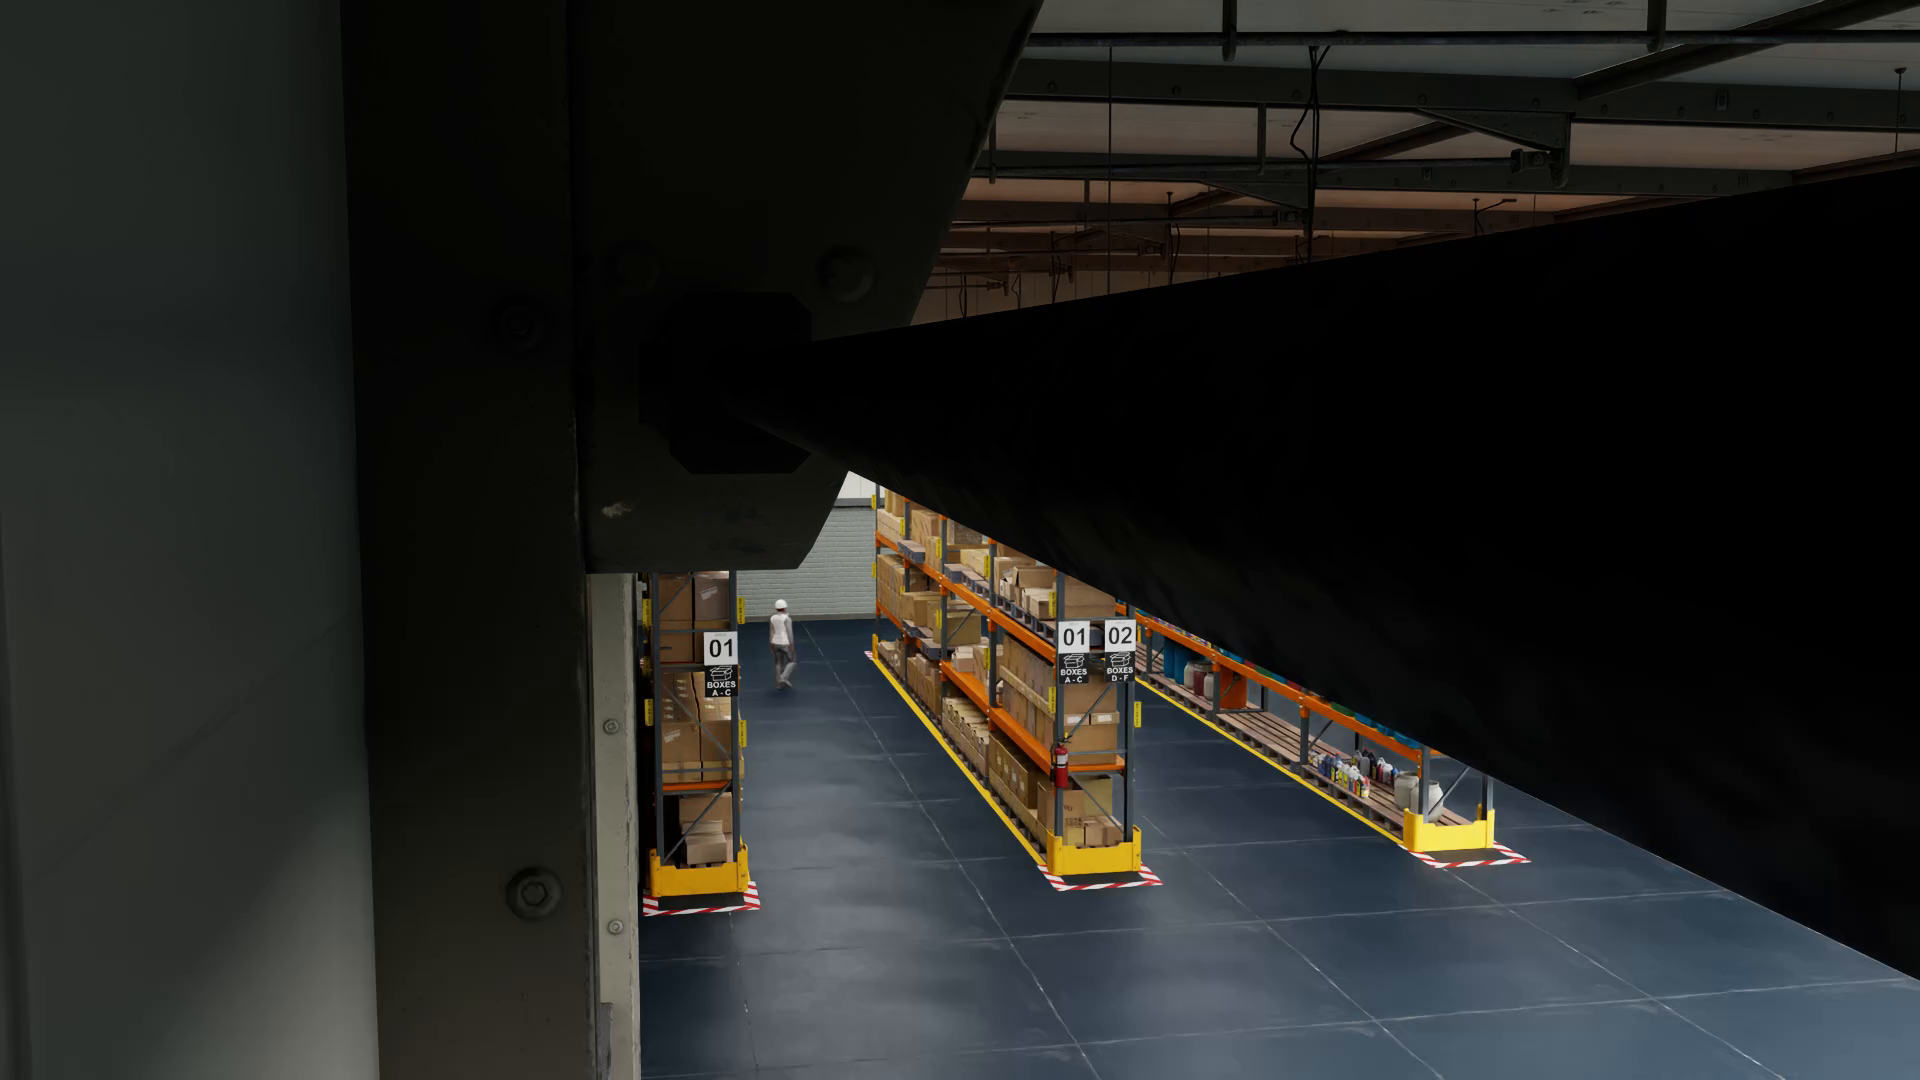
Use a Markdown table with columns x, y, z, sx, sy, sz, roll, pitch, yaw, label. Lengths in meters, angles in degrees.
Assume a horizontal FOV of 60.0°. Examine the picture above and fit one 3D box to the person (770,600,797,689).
| x | y | z | sx | sy | sz | roll | pitch | yaw | label |
| --- | --- | --- | --- | --- | --- | --- | --- | --- | --- |
| -3.537 | 2.069 | 32.952 | 0.567 | 1.776 | 0.478 | 4 | 7 | 31 | person |
